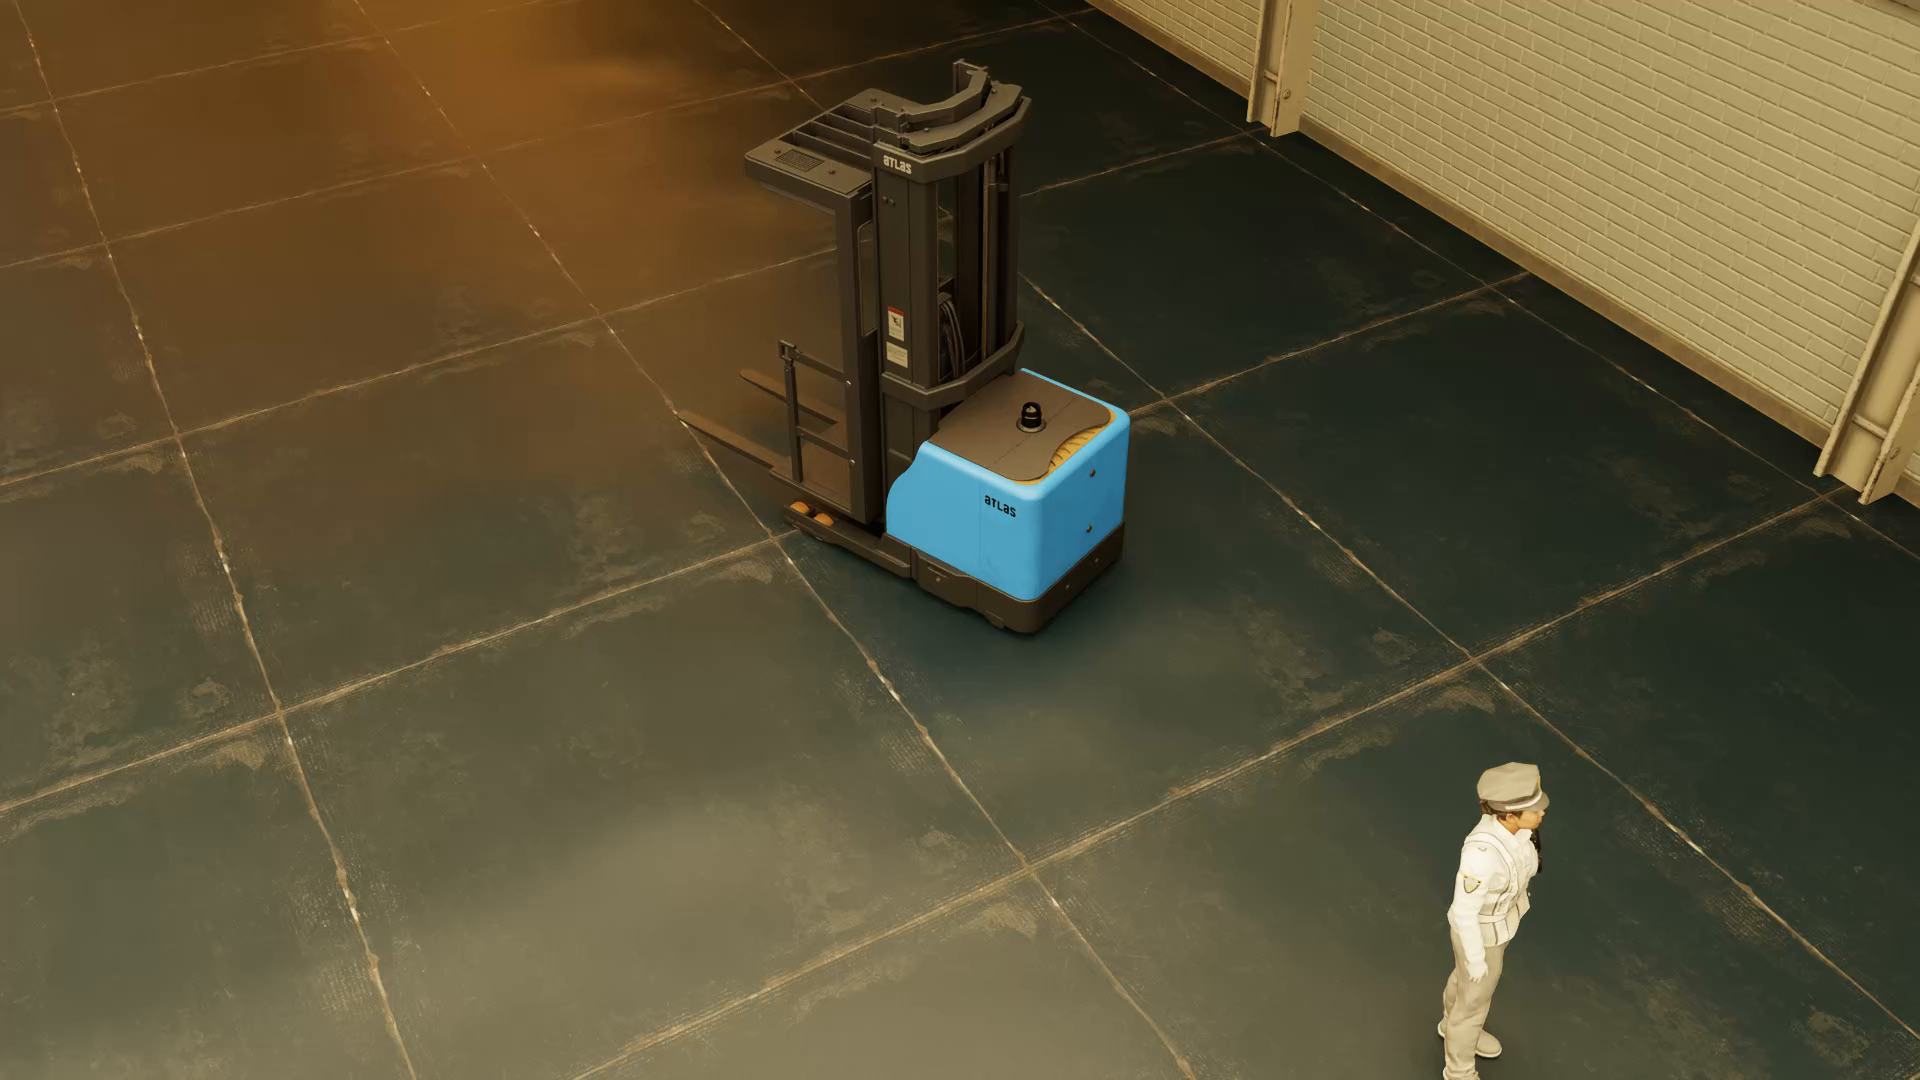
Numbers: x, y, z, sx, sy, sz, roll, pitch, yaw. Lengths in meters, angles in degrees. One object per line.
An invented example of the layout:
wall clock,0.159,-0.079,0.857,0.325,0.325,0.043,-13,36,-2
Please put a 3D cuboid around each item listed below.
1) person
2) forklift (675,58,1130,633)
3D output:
person,2.297,1.640,7.016,0.514,1.696,0.588,24,45,26
forklift,-0.481,-1.366,9.683,3.031,2.935,1.130,26,46,28
